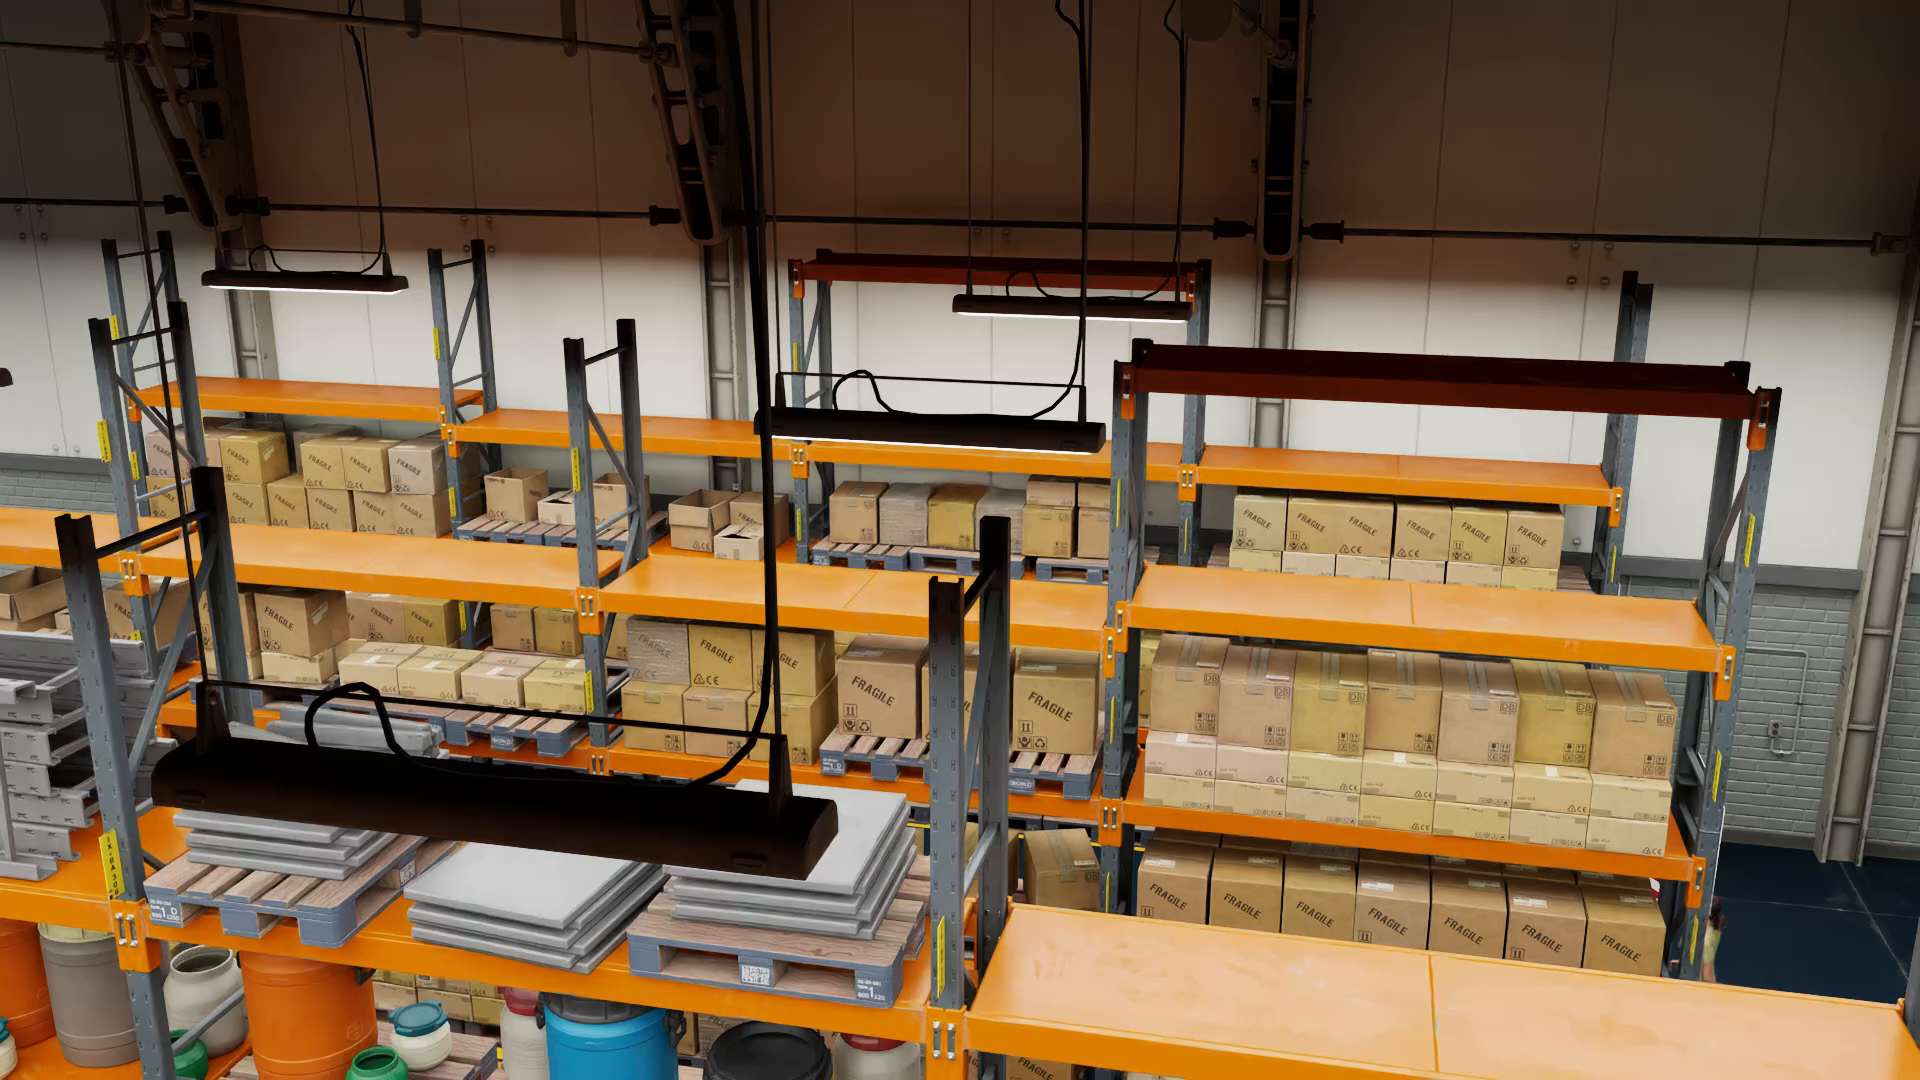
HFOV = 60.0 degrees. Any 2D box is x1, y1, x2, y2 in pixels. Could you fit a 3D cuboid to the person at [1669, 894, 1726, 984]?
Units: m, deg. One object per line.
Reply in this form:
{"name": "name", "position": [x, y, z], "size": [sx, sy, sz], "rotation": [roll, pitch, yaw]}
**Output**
{"name": "person", "position": [5.879, 3.544, 13.307], "size": [1.037, 1.619, 0.471], "rotation": [11, 19, 32]}
